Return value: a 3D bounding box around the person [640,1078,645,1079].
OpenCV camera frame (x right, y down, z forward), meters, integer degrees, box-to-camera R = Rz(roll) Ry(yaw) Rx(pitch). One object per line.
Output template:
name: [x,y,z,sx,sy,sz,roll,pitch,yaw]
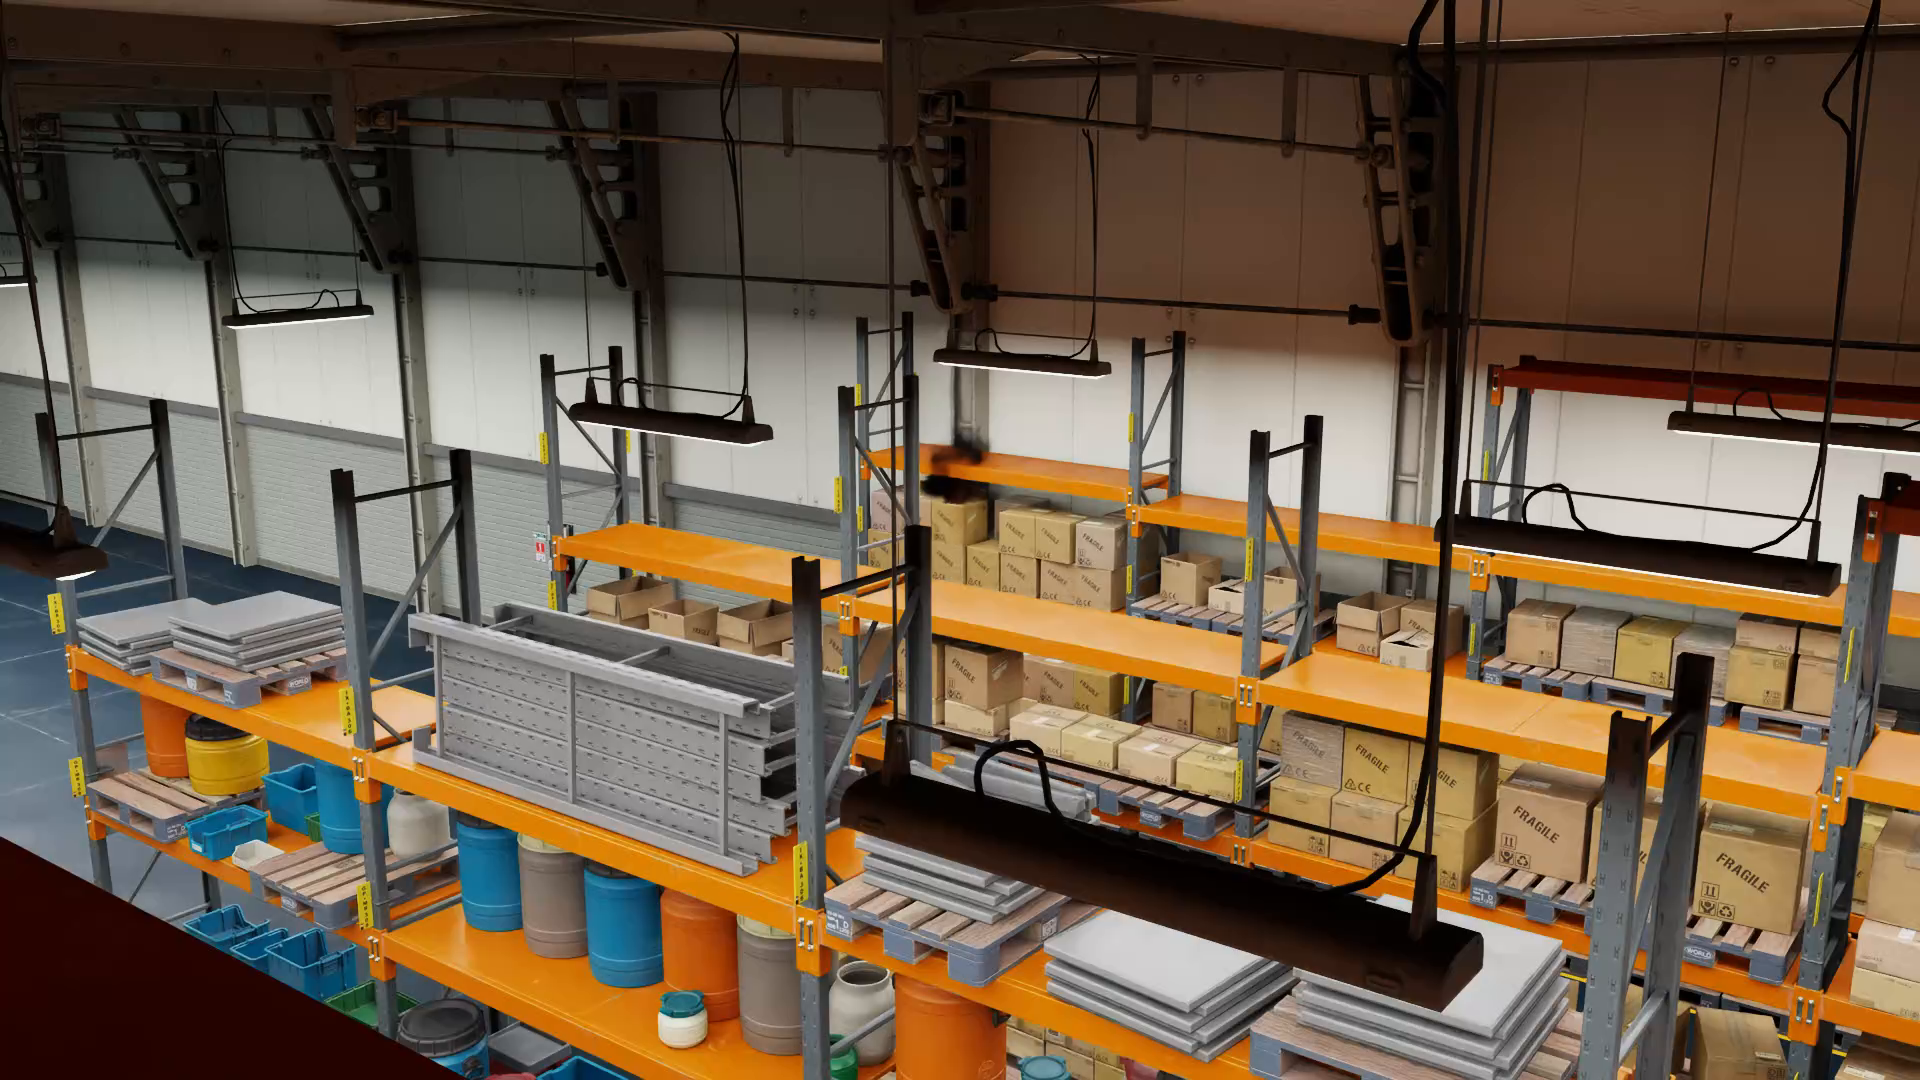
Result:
person: [-2.828,4.014,14.278,0.470,1.659,0.681,5,14,22]
